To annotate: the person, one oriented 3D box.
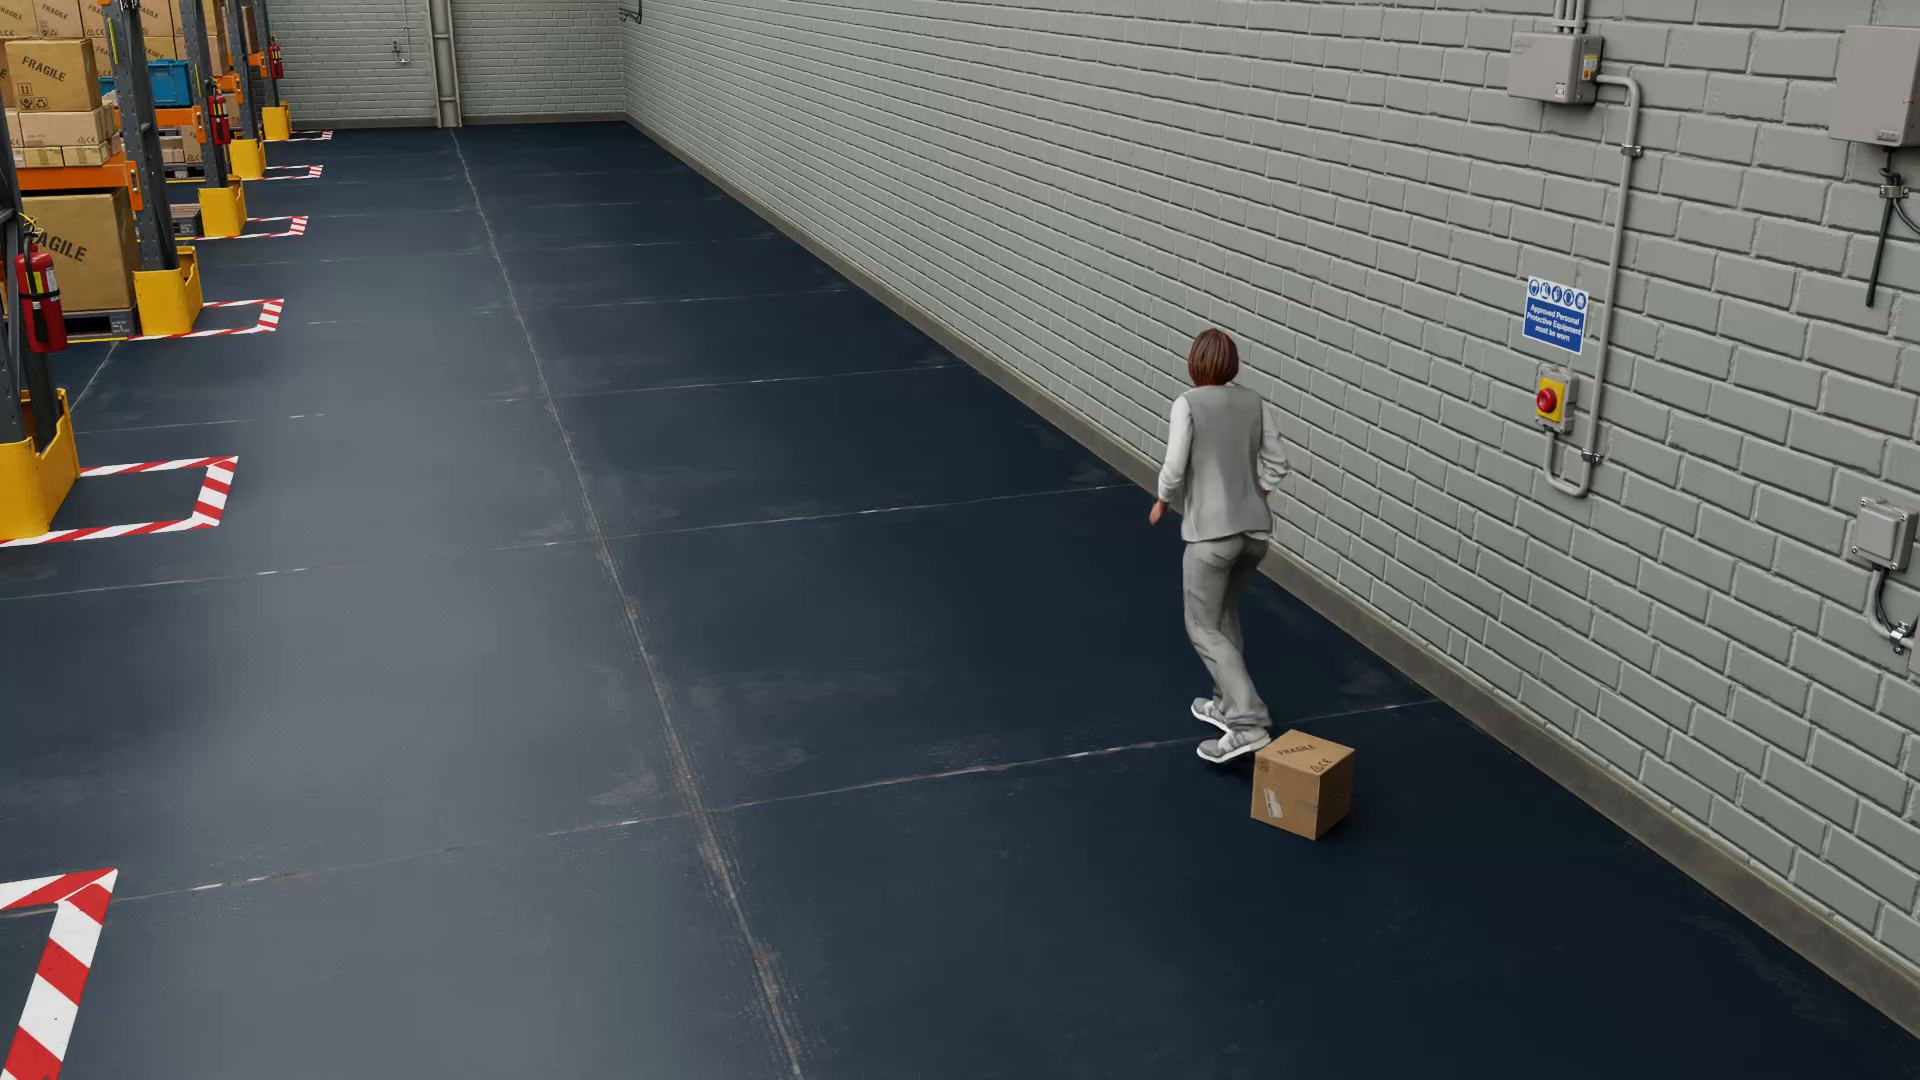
[{"bbox_3d":[1.010,0.022,6.144,0.544,1.511,0.761,-10,22,-27],"label":"person"}]
